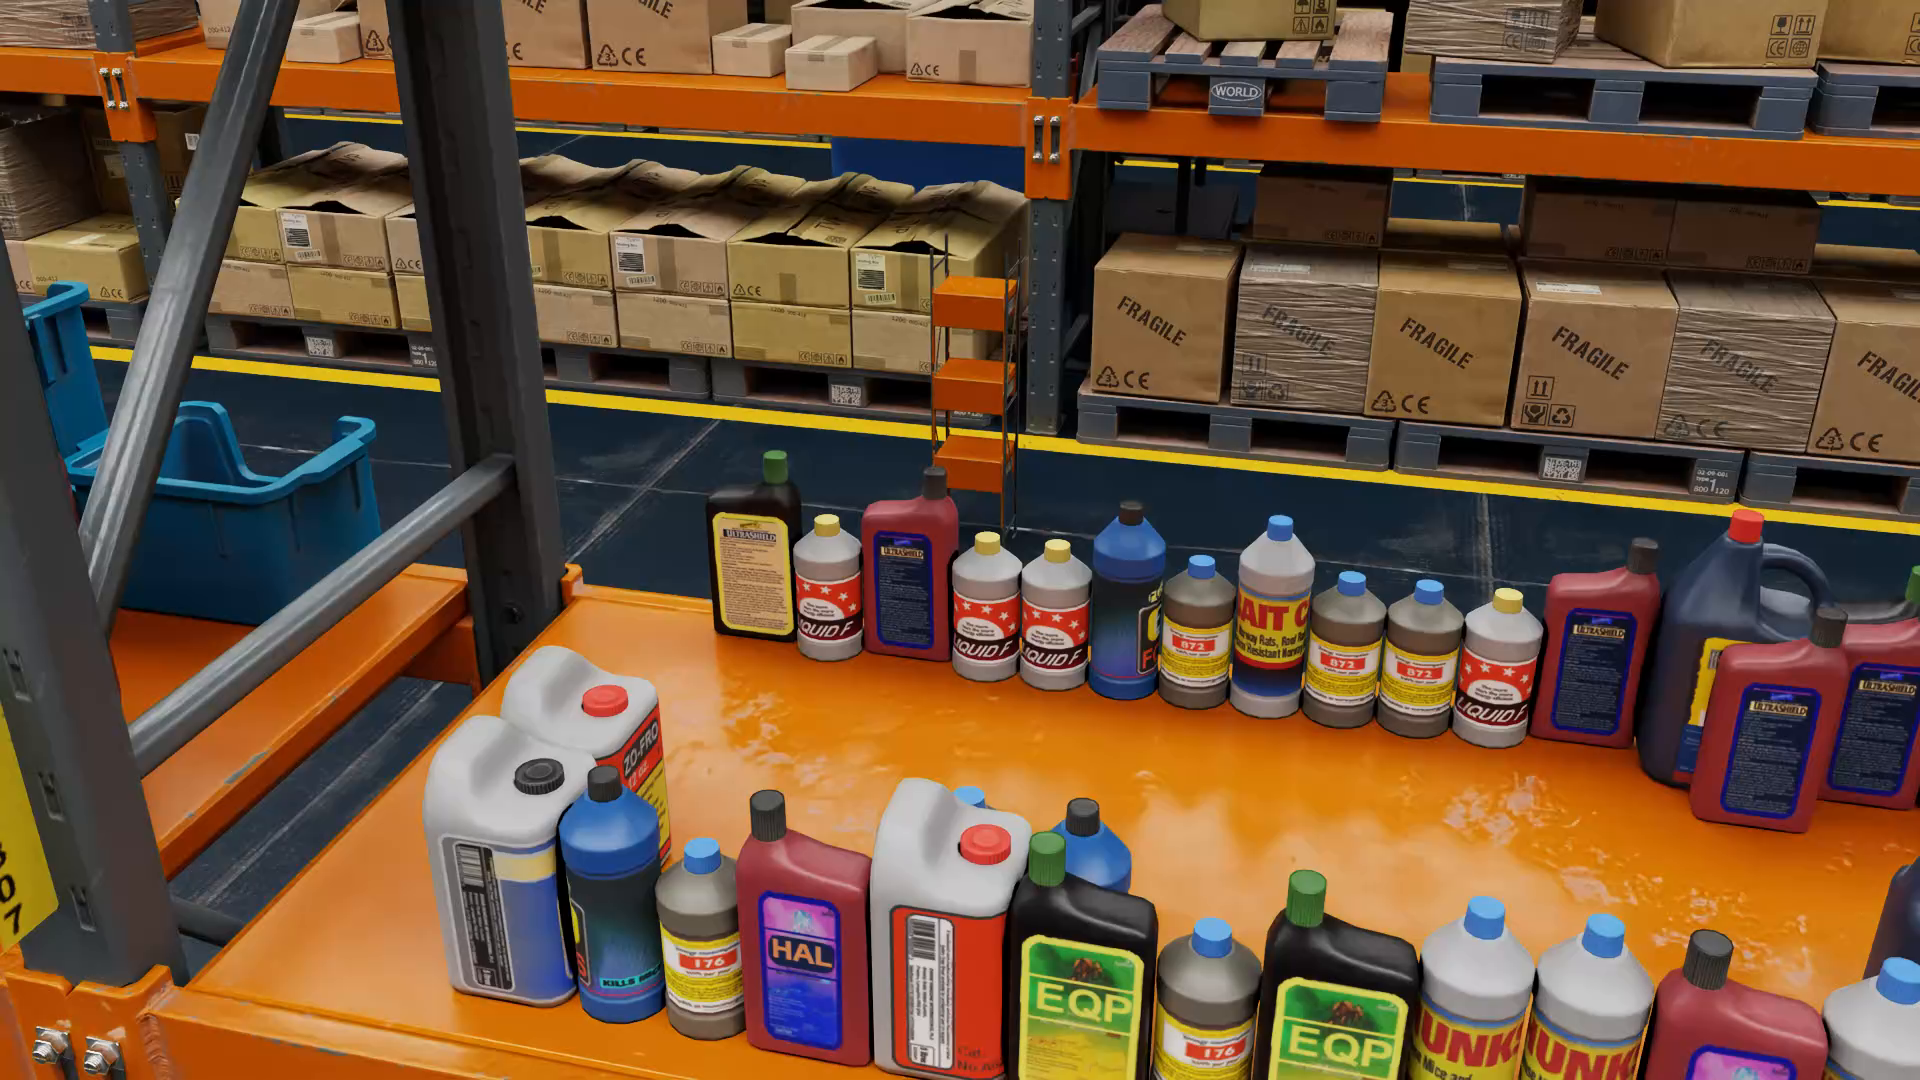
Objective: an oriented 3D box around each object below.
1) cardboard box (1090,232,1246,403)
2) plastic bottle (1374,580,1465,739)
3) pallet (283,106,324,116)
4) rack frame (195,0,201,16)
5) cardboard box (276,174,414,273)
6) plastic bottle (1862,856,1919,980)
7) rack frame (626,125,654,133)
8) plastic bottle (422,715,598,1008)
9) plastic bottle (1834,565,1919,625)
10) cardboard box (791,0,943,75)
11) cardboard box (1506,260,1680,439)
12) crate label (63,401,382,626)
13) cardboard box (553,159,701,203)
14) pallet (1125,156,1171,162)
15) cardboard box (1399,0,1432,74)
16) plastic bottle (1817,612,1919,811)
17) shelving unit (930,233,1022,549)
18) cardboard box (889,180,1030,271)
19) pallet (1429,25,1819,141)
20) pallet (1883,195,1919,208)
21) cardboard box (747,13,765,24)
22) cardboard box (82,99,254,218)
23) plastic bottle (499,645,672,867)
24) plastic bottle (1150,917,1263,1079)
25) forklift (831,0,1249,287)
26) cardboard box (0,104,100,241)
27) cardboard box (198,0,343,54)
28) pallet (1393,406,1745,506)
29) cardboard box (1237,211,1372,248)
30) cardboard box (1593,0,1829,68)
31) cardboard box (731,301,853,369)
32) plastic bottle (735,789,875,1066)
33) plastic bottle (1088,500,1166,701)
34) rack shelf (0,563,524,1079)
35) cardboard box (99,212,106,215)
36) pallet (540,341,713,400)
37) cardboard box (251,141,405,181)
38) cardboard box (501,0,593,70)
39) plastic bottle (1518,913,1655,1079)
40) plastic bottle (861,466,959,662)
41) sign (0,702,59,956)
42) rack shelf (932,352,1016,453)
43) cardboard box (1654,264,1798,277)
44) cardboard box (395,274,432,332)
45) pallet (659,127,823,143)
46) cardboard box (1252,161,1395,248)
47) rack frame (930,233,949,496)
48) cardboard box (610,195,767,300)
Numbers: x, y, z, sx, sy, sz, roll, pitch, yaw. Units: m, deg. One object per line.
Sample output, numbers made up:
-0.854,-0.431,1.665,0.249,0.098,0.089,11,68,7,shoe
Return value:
0.816,-0.877,6.500,0.500,0.500,0.500,7,26,15,cardboard box
0.603,0.149,2.178,0.097,0.201,0.097,0,25,0,plastic bottle
-5.220,-3.525,12.909,1.213,0.211,1.003,6,26,13,pallet
-6.072,-4.894,12.541,0.127,3.000,1.000,6,26,13,rack frame
-2.606,-1.401,7.261,0.500,0.311,0.500,6,26,12,cardboard box
0.952,0.379,1.521,0.185,0.351,0.144,6,26,13,plastic bottle
-2.198,-4.466,11.641,0.127,3.000,1.000,6,26,13,rack frame
-0.452,0.324,1.725,0.135,0.276,0.152,6,26,13,plastic bottle
1.122,0.161,2.057,0.133,0.283,0.061,6,26,13,plastic bottle
-0.372,-2.111,6.799,0.500,0.311,0.500,6,26,12,cardboard box
2.316,-0.714,6.157,0.500,0.500,0.500,5,26,11,cardboard box
-1.106,-0.039,2.537,0.416,0.233,0.303,6,26,13,crate label
-1.490,-1.518,7.506,0.500,0.311,0.500,6,26,12,cardboard box
0.920,-2.863,11.518,1.213,0.211,1.003,6,26,13,pallet
3.203,-3.027,10.631,0.750,0.750,0.750,6,26,13,cardboard box
1.107,0.187,2.004,0.133,0.283,0.061,6,26,13,plastic bottle
0.052,-0.468,5.512,0.252,1.050,0.215,6,26,13,shelving unit
0.012,-1.355,7.164,0.500,0.311,0.500,7,26,15,cardboard box
2.331,-1.682,6.017,1.213,0.211,1.003,6,26,13,pallet
6.267,-2.237,10.202,1.213,0.211,1.003,6,26,13,pallet
-1.481,-3.464,11.933,0.500,0.500,0.700,7,26,15,cardboard box
-3.799,-1.870,8.026,0.500,0.500,0.500,6,26,13,cardboard box
-0.415,0.260,1.858,0.135,0.276,0.152,6,26,13,plastic bottle
0.230,0.445,1.557,0.097,0.201,0.097,0,25,0,plastic bottle
0.916,-2.713,8.039,3.031,2.935,1.130,5,26,11,forklift
-4.413,-1.707,7.684,0.500,0.500,0.500,6,26,13,cardboard box
-2.940,-2.301,7.268,0.500,0.250,0.500,8,27,16,cardboard box
2.338,-0.489,6.531,1.213,0.211,1.003,6,26,13,pallet
1.411,-1.043,6.847,0.500,0.500,0.500,7,26,15,cardboard box
2.594,-1.945,5.741,0.500,0.500,0.700,0,25,0,cardboard box
-0.624,-0.932,6.928,0.500,0.250,0.500,6,26,12,cardboard box
-0.145,0.374,1.610,0.133,0.283,0.061,6,26,13,plastic bottle
0.226,0.076,2.251,0.097,0.271,0.097,0,25,0,plastic bottle
-2.728,0.197,2.683,4.000,0.370,1.077,6,26,13,rack shelf
-4.284,-1.583,8.296,0.500,0.250,0.500,6,26,13,cardboard box
-1.519,-0.952,7.504,1.213,0.211,1.003,6,26,13,pallet
-2.964,-1.681,7.848,0.500,0.311,0.500,6,26,13,cardboard box
-1.693,-2.249,6.869,0.500,0.500,0.500,6,26,13,cardboard box
0.548,0.448,1.468,0.097,0.271,0.097,0,25,0,plastic bottle
-0.070,0.030,2.334,0.133,0.283,0.061,6,26,13,plastic bottle
-0.921,0.243,1.561,0.005,0.325,0.100,6,26,13,sign
0.052,-0.459,5.517,0.240,0.259,0.215,6,26,13,rack shelf
2.911,-0.879,6.503,0.500,0.500,0.500,7,26,14,cardboard box
-2.102,-1.096,7.272,0.500,0.250,0.500,6,26,11,cardboard box
-1.443,-3.124,12.067,1.213,0.211,1.003,6,26,13,pallet
1.466,-1.377,6.677,0.500,0.250,0.500,7,26,15,cardboard box
-0.066,-0.481,5.540,0.008,1.050,0.200,6,26,13,rack frame
-1.115,-1.238,6.919,0.500,0.311,0.500,6,26,13,cardboard box
